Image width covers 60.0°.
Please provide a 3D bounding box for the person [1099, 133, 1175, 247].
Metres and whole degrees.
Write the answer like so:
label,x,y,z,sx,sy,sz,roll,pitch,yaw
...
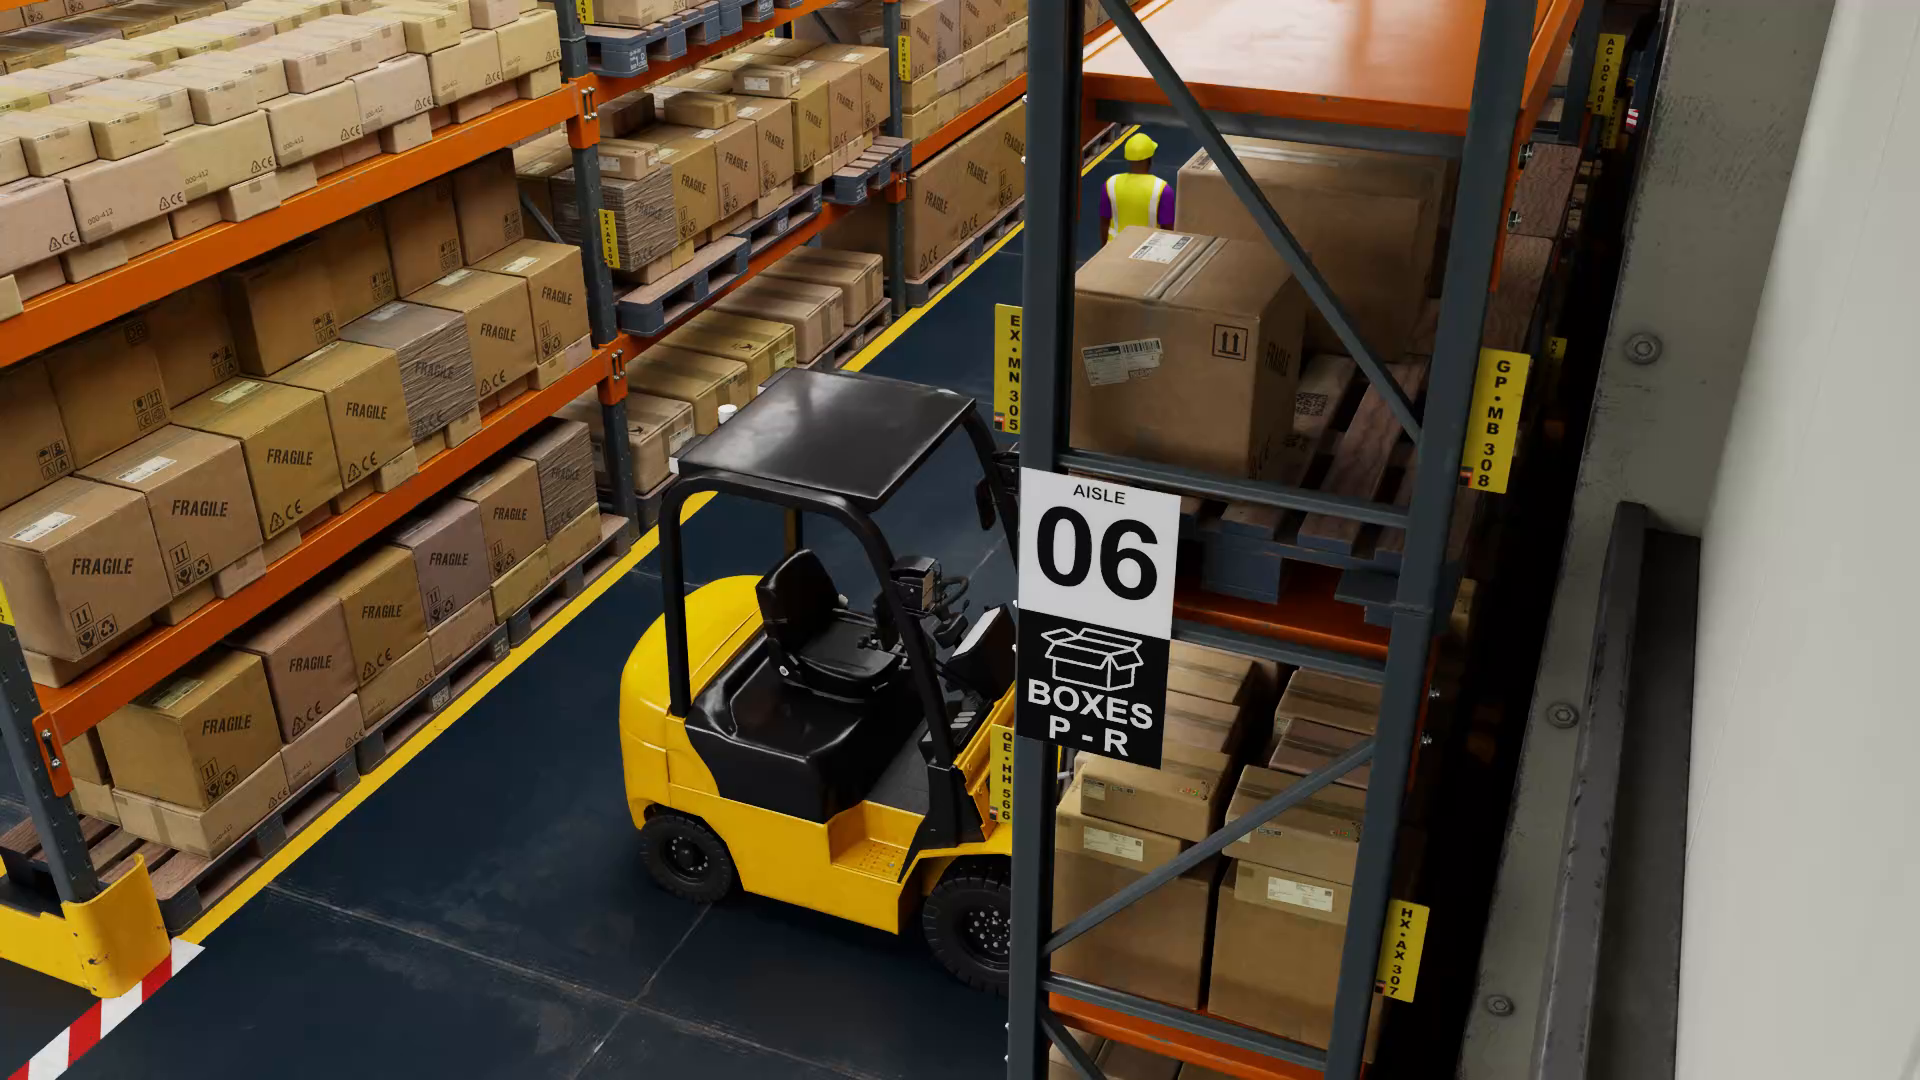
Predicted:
label,x,y,z,sx,sy,sz,roll,pitch,yaw
person,1.285,-2.072,12.017,0.565,1.784,0.456,9,31,16
